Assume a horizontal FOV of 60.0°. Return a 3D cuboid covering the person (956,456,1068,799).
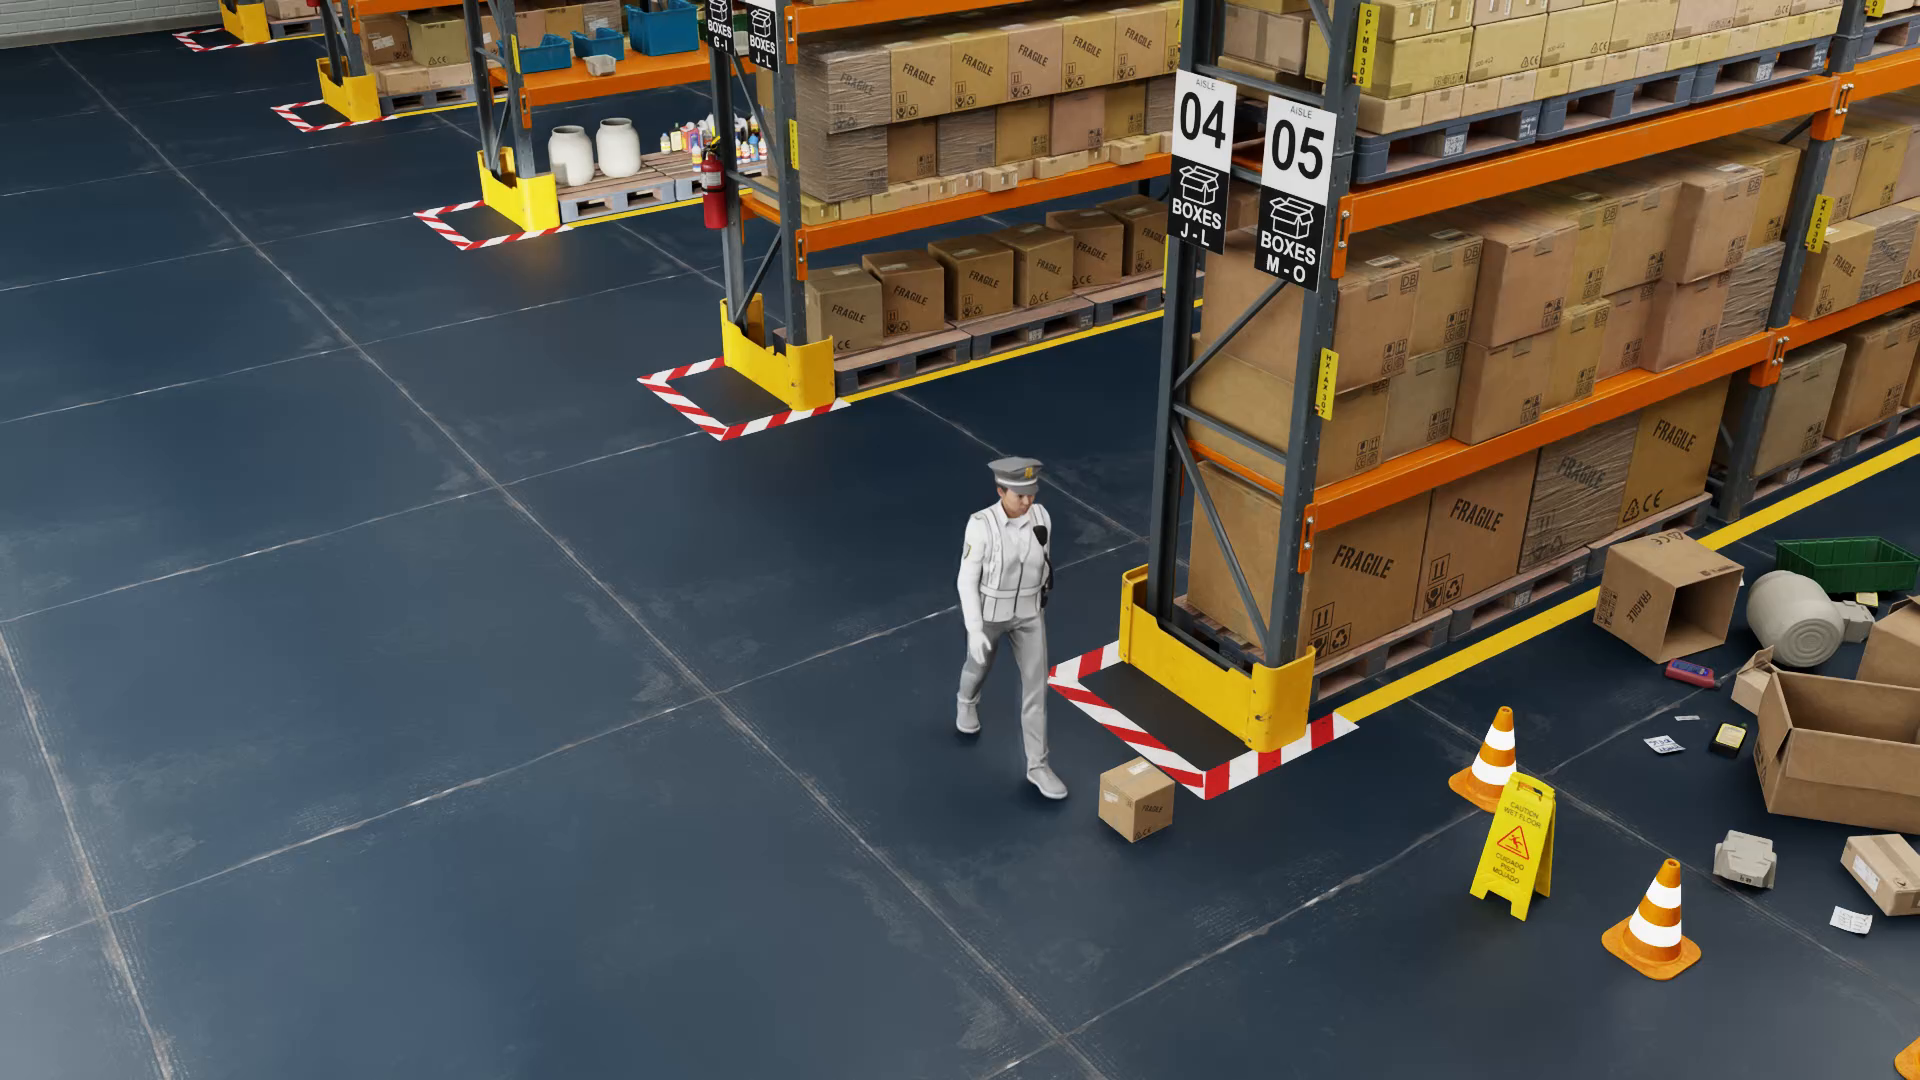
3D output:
[{"bbox_3d":[0.231,0.365,7.941,0.501,1.633,0.927,-8,30,-15],"label":"person"}]
